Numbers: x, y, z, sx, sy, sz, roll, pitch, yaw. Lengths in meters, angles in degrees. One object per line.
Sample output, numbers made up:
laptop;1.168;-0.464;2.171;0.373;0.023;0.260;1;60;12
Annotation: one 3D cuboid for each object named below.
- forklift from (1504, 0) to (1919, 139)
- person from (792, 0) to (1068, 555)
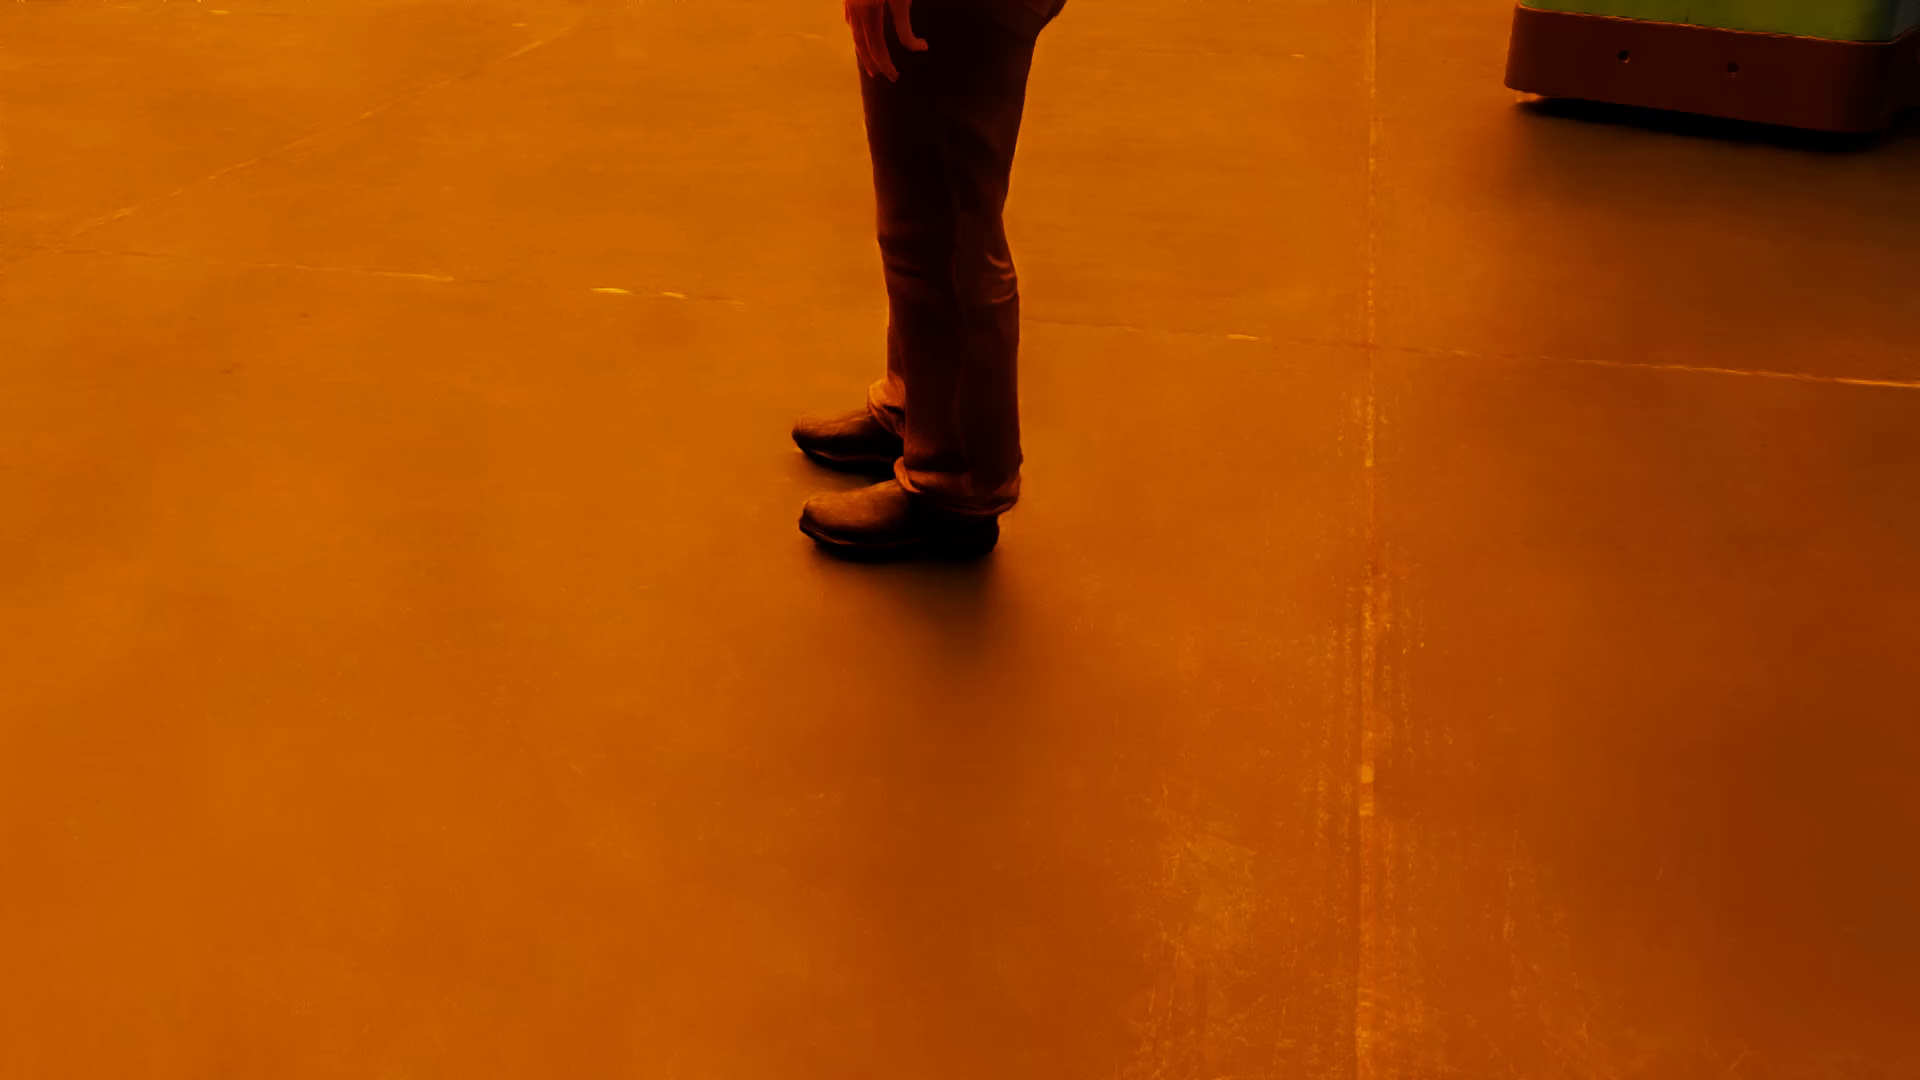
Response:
forklift;2.976;-3.018;5.229;1.130;2.935;3.031;19;33;33
person;-0.058;-0.786;2.131;0.567;1.720;0.624;6;27;11
